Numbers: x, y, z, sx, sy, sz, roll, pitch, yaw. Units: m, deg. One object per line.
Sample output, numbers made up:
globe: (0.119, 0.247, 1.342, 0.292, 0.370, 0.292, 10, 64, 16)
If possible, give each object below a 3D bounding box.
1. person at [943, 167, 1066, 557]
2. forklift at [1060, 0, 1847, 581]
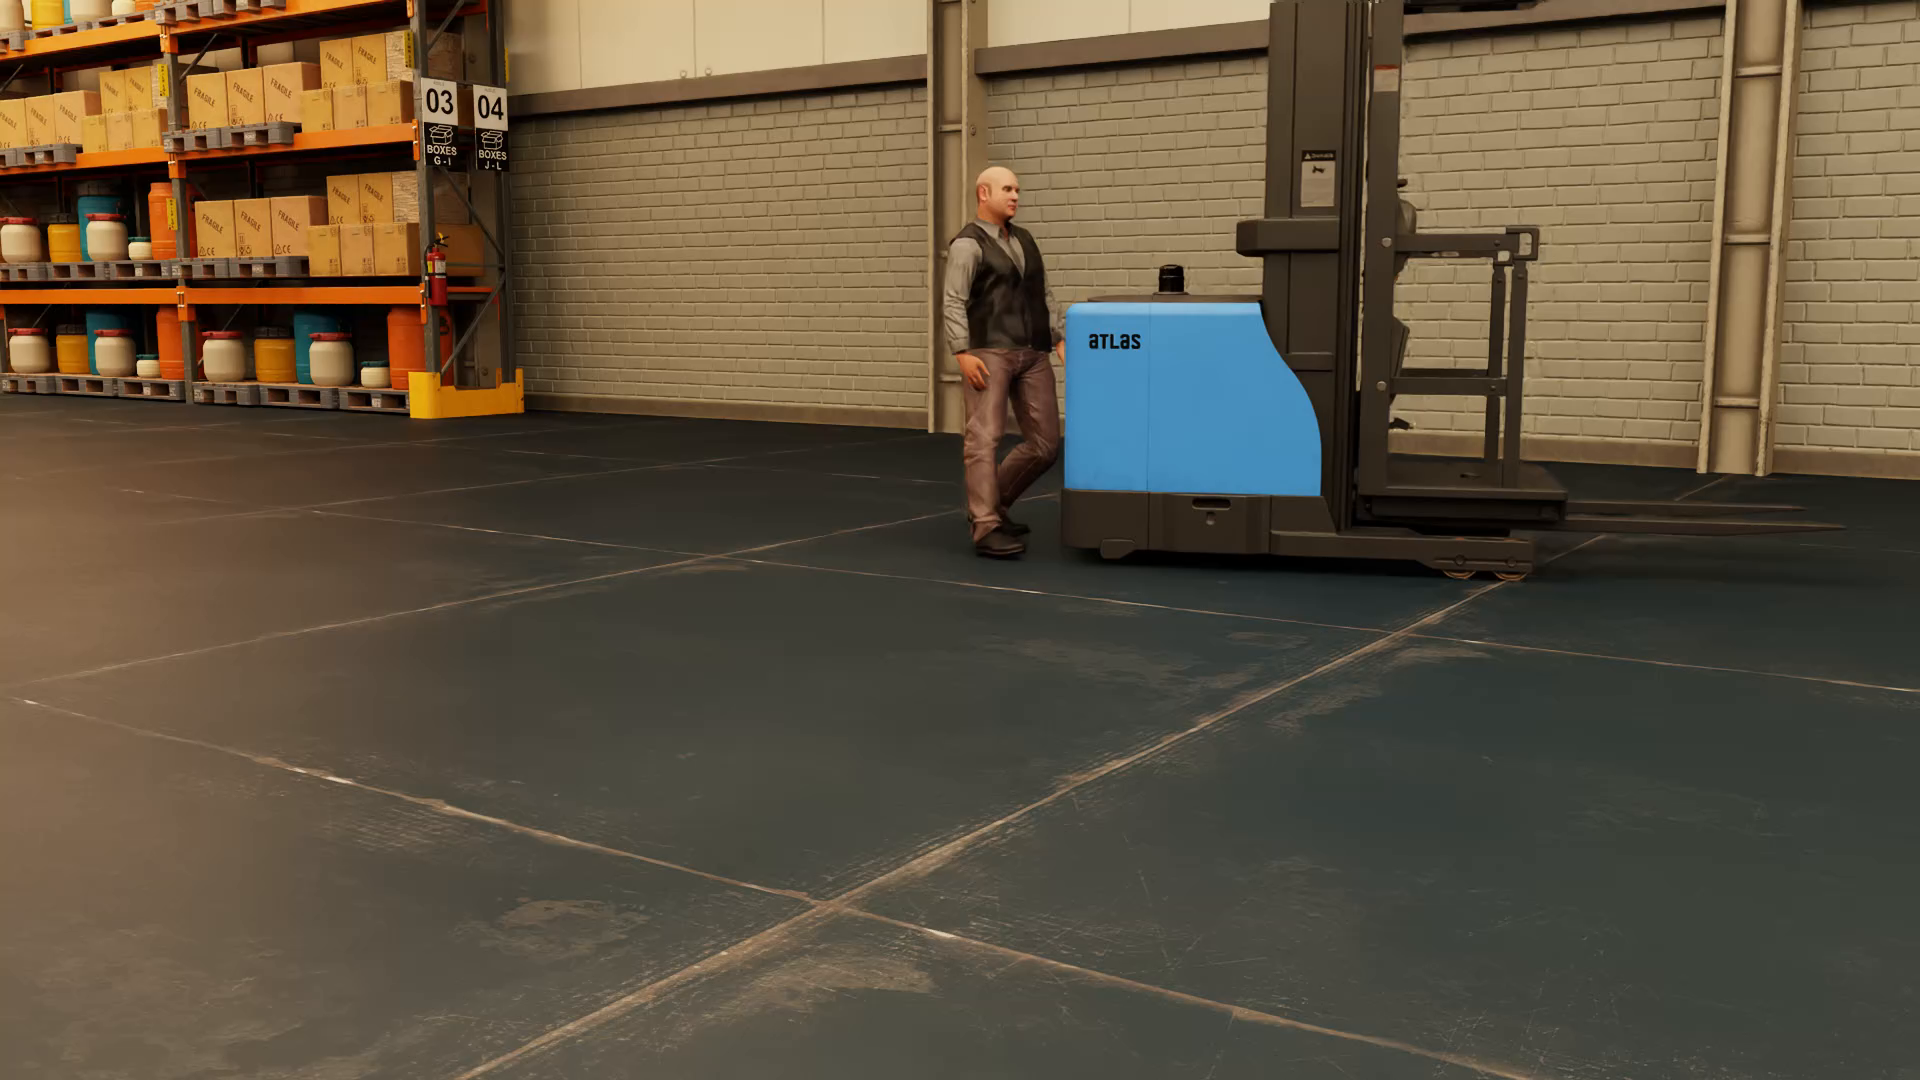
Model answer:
person: (0.272, -0.790, 7.266, 0.688, 1.671, 0.697, -6, 10, -37)
forklift: (1.994, -1.373, 6.845, 3.031, 2.935, 1.130, 2, 8, 13)
